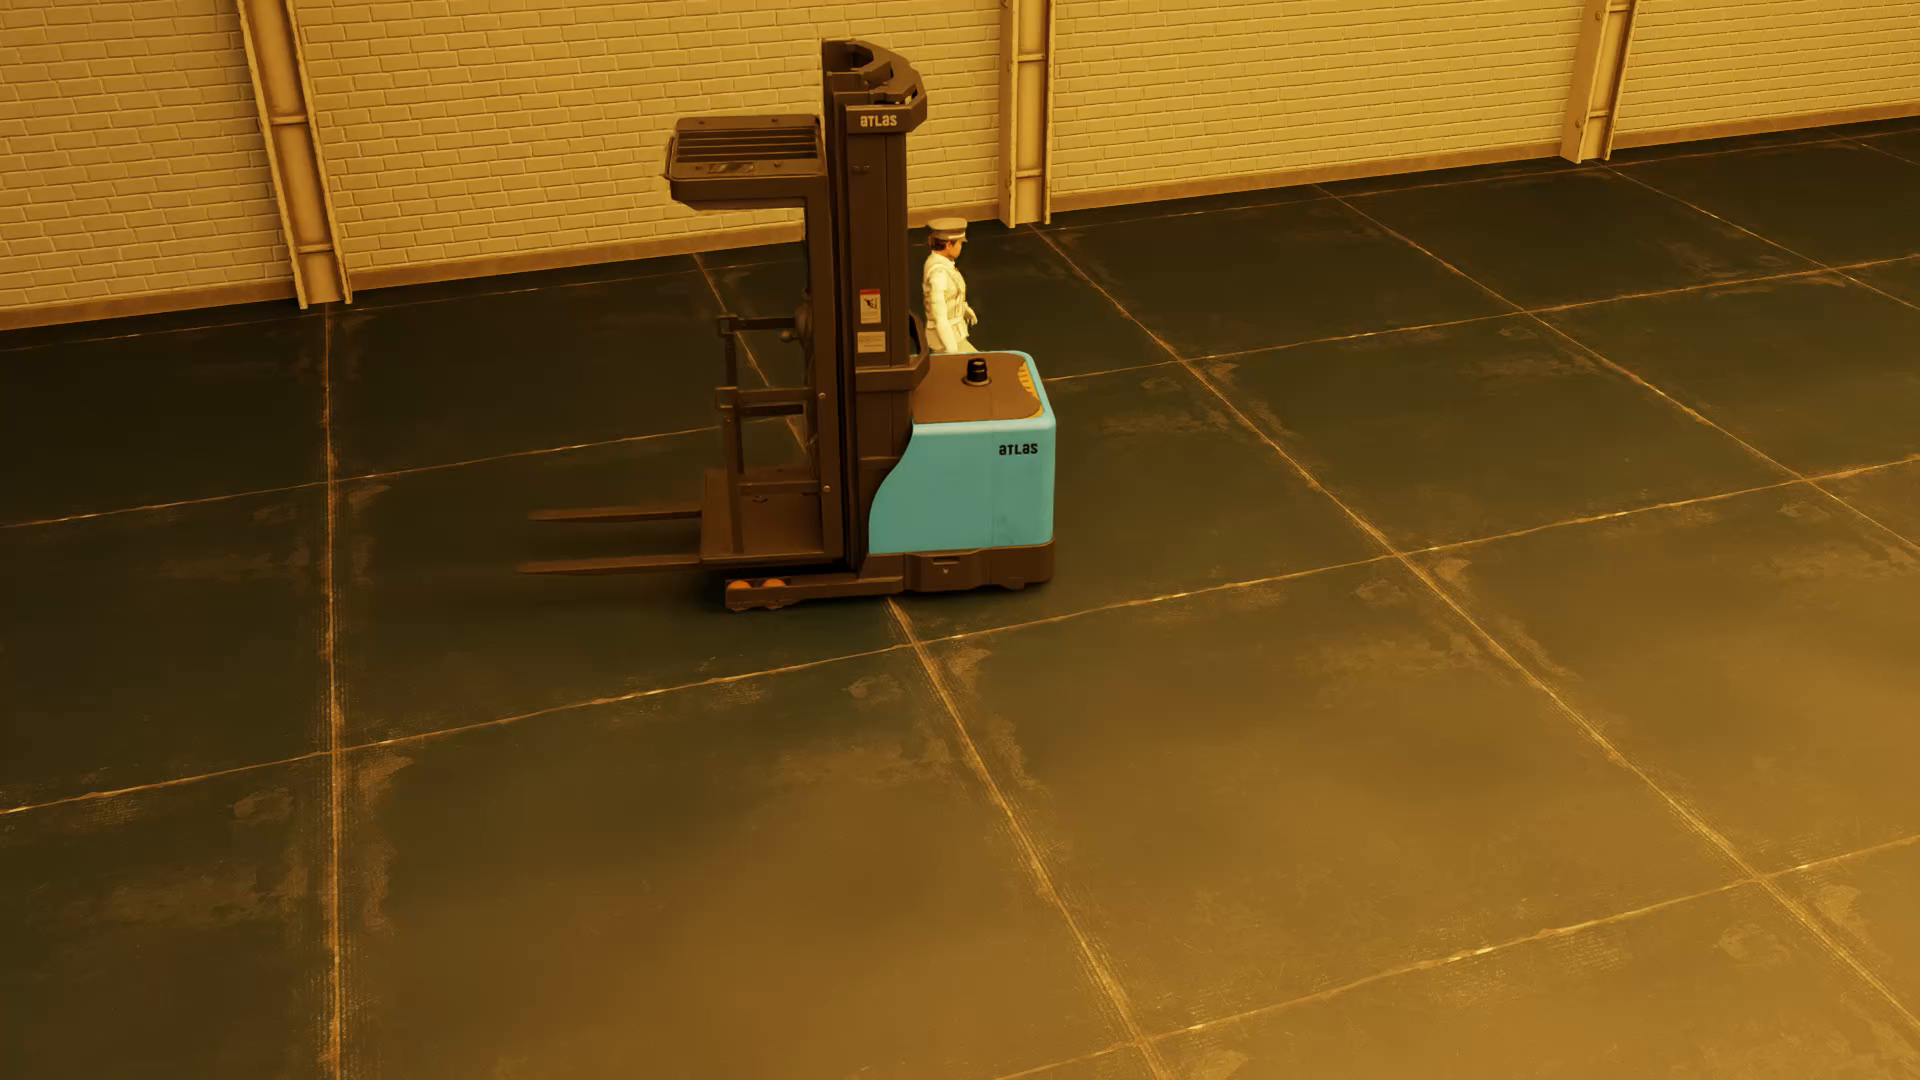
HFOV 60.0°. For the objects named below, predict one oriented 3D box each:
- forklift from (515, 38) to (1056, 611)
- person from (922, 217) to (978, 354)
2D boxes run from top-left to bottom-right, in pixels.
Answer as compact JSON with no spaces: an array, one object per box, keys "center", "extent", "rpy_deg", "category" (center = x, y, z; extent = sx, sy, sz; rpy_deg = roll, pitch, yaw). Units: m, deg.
[{"center":[-1.014,-1.150,9.085],"extent":[3.031,2.935,1.130],"rpy_deg":[-3,30,-6],"category":"forklift"},{"center":[-0.062,-1.329,10.816],"extent":[0.612,1.556,0.869],"rpy_deg":[-1,30,-2],"category":"person"}]
